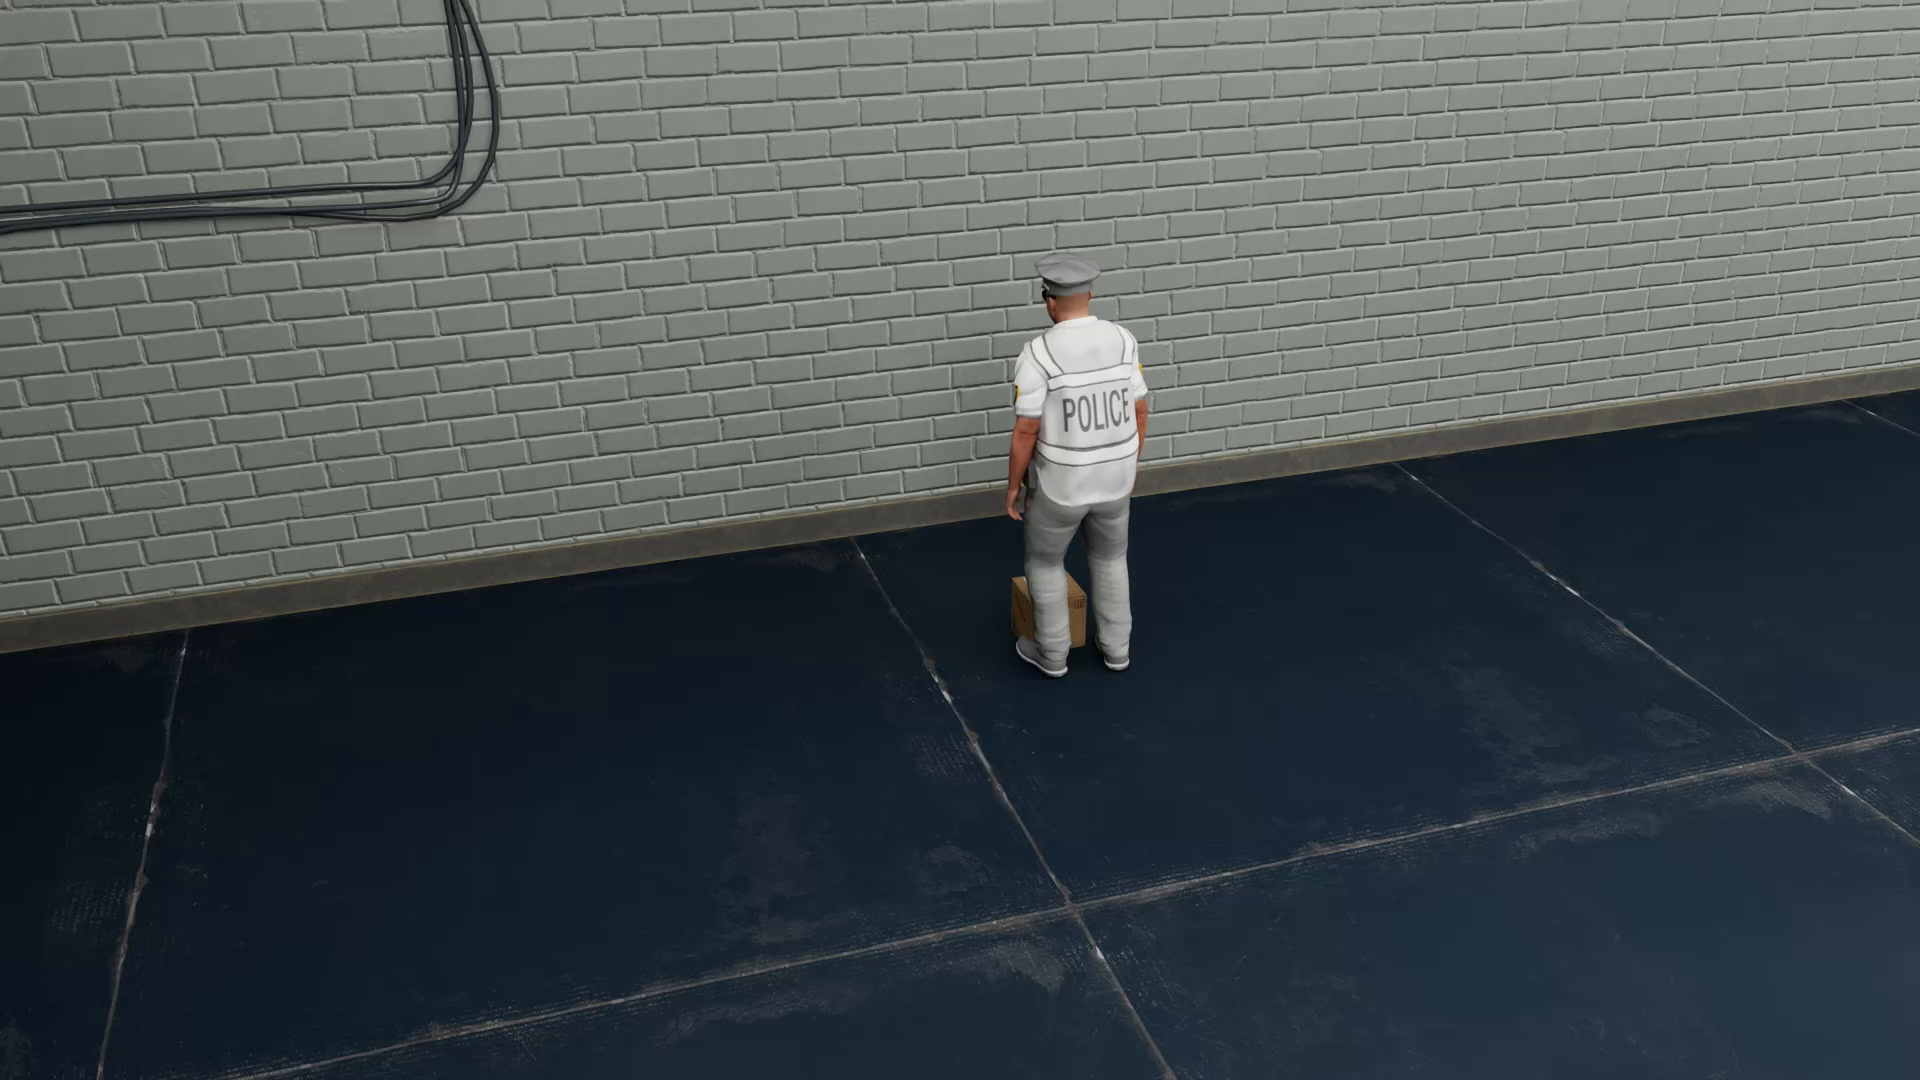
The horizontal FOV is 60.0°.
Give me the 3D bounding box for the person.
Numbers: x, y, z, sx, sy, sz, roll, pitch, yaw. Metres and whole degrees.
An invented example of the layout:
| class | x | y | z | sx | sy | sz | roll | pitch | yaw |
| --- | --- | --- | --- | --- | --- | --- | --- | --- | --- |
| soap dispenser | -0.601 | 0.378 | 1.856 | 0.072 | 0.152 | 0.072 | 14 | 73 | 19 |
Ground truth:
| class | x | y | z | sx | sy | sz | roll | pitch | yaw |
| --- | --- | --- | --- | --- | --- | --- | --- | --- | --- |
| person | 0.461 | -0.255 | 6.625 | 0.605 | 1.747 | 0.479 | -10 | 28 | -19 |
